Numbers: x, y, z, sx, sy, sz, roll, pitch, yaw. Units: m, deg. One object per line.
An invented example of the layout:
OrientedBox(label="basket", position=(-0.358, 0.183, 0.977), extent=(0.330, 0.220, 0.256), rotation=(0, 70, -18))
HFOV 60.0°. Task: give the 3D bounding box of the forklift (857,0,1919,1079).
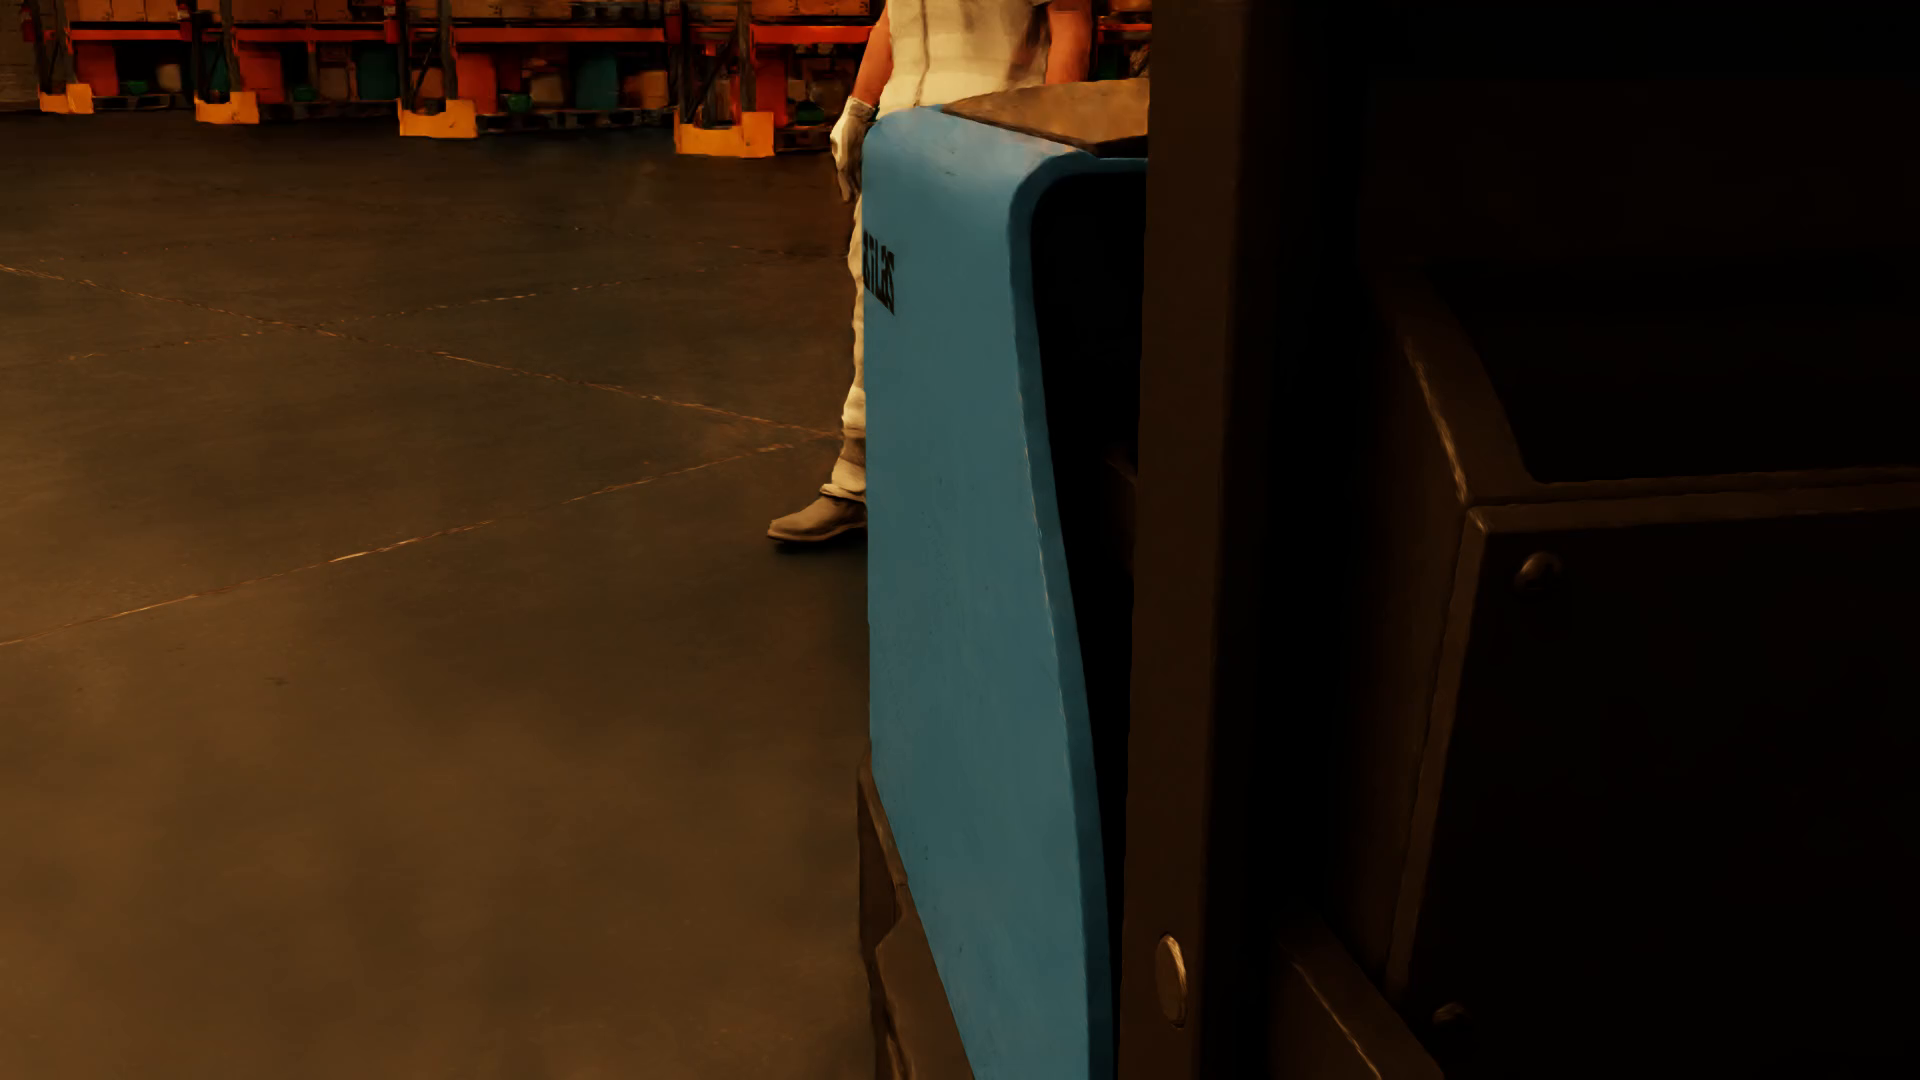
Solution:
OrientedBox(label="forklift", position=(0.668, -0.456, 0.398), extent=(1.130, 2.935, 3.031), rotation=(-3, 17, -11))

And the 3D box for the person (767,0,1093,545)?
OrientedBox(label="person", position=(-0.060, -0.846, 3.627), extent=(0.638, 1.789, 0.562), rotation=(13, 21, 37))
